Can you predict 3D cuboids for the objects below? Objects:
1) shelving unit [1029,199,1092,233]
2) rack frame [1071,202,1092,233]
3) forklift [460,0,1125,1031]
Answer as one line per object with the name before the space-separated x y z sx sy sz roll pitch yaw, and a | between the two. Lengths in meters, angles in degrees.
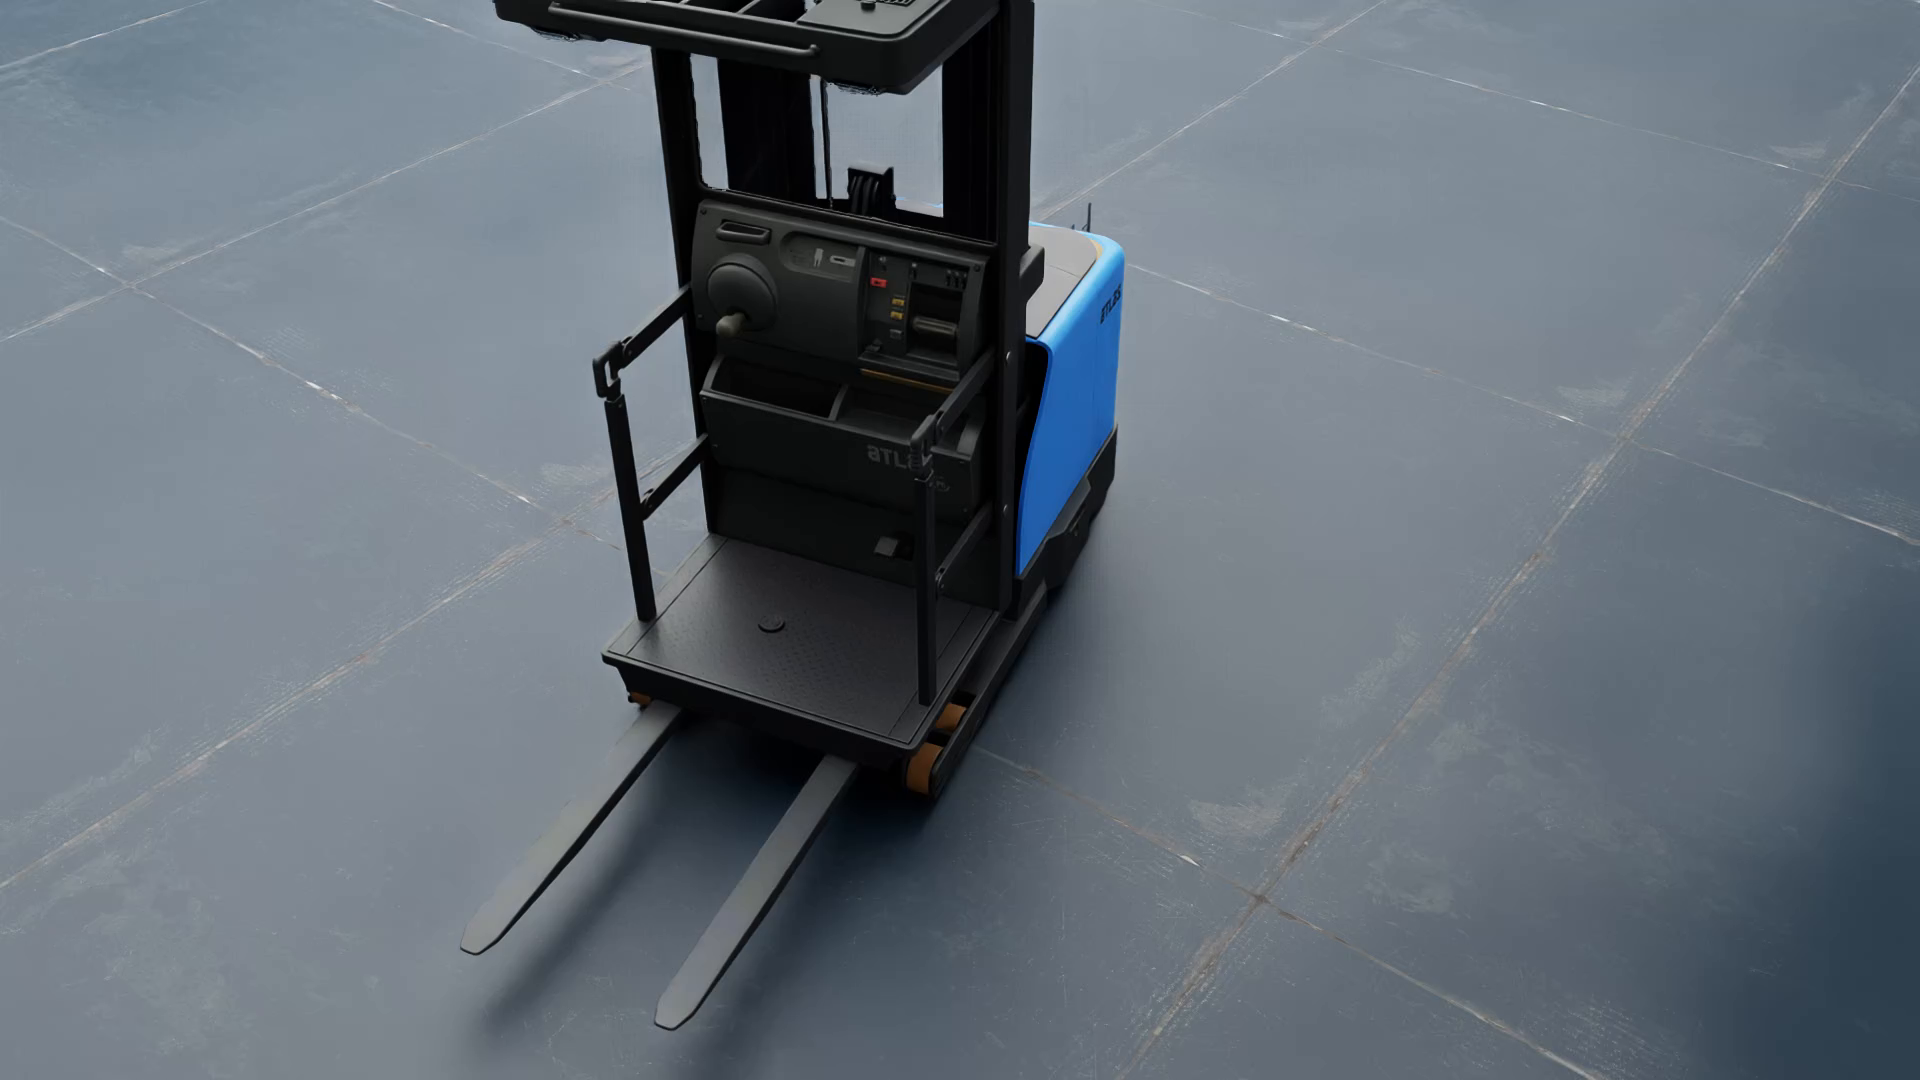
shelving unit | 0.331 -0.807 6.430 0.252 1.050 0.215 15 40 18
rack frame | 0.443 -0.778 6.392 0.008 1.050 0.200 15 40 18
forklift | -0.448 -0.655 4.709 1.130 2.935 3.031 15 40 18
